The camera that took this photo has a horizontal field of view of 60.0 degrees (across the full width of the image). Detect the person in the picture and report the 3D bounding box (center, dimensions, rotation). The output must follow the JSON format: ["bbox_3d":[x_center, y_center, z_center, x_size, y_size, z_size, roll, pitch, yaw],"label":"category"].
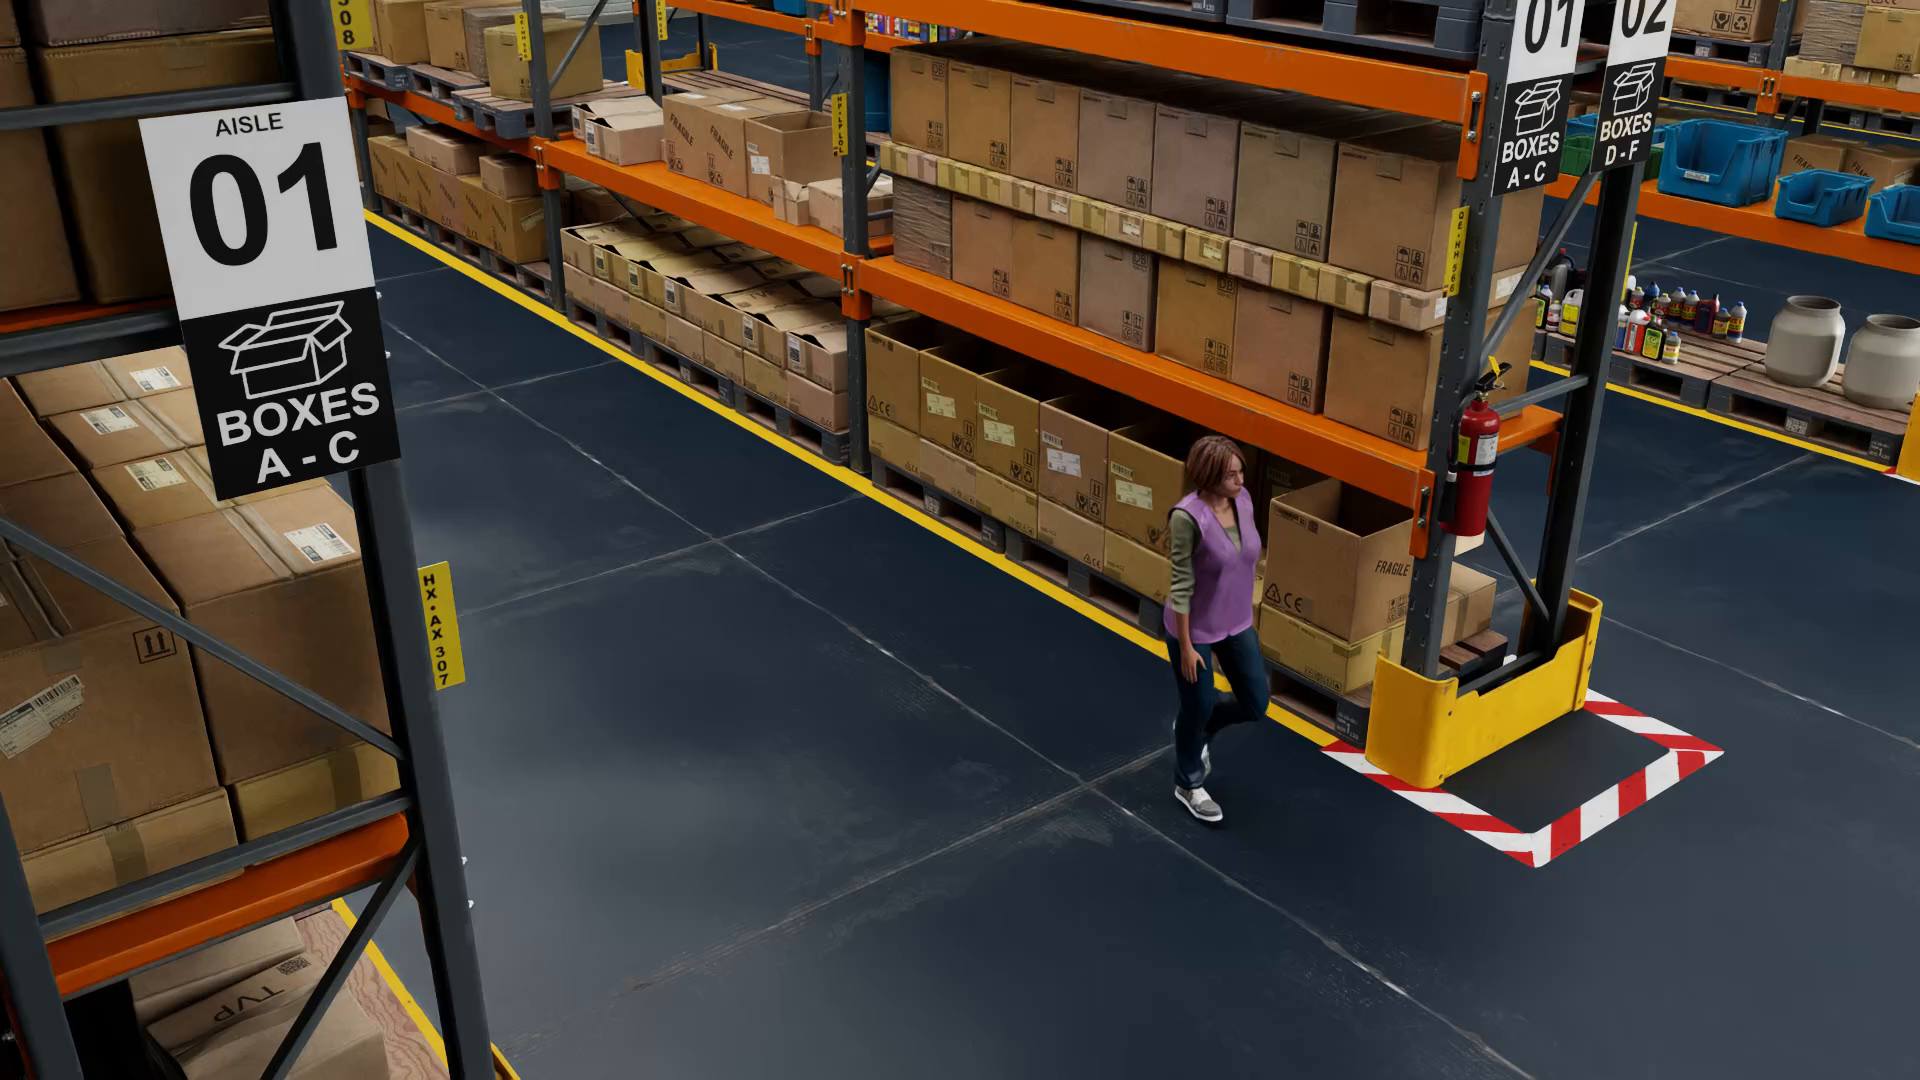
[{"bbox_3d":[0.940,0.326,6.348,0.425,1.591,0.442,-14,29,-28],"label":"person"}]
